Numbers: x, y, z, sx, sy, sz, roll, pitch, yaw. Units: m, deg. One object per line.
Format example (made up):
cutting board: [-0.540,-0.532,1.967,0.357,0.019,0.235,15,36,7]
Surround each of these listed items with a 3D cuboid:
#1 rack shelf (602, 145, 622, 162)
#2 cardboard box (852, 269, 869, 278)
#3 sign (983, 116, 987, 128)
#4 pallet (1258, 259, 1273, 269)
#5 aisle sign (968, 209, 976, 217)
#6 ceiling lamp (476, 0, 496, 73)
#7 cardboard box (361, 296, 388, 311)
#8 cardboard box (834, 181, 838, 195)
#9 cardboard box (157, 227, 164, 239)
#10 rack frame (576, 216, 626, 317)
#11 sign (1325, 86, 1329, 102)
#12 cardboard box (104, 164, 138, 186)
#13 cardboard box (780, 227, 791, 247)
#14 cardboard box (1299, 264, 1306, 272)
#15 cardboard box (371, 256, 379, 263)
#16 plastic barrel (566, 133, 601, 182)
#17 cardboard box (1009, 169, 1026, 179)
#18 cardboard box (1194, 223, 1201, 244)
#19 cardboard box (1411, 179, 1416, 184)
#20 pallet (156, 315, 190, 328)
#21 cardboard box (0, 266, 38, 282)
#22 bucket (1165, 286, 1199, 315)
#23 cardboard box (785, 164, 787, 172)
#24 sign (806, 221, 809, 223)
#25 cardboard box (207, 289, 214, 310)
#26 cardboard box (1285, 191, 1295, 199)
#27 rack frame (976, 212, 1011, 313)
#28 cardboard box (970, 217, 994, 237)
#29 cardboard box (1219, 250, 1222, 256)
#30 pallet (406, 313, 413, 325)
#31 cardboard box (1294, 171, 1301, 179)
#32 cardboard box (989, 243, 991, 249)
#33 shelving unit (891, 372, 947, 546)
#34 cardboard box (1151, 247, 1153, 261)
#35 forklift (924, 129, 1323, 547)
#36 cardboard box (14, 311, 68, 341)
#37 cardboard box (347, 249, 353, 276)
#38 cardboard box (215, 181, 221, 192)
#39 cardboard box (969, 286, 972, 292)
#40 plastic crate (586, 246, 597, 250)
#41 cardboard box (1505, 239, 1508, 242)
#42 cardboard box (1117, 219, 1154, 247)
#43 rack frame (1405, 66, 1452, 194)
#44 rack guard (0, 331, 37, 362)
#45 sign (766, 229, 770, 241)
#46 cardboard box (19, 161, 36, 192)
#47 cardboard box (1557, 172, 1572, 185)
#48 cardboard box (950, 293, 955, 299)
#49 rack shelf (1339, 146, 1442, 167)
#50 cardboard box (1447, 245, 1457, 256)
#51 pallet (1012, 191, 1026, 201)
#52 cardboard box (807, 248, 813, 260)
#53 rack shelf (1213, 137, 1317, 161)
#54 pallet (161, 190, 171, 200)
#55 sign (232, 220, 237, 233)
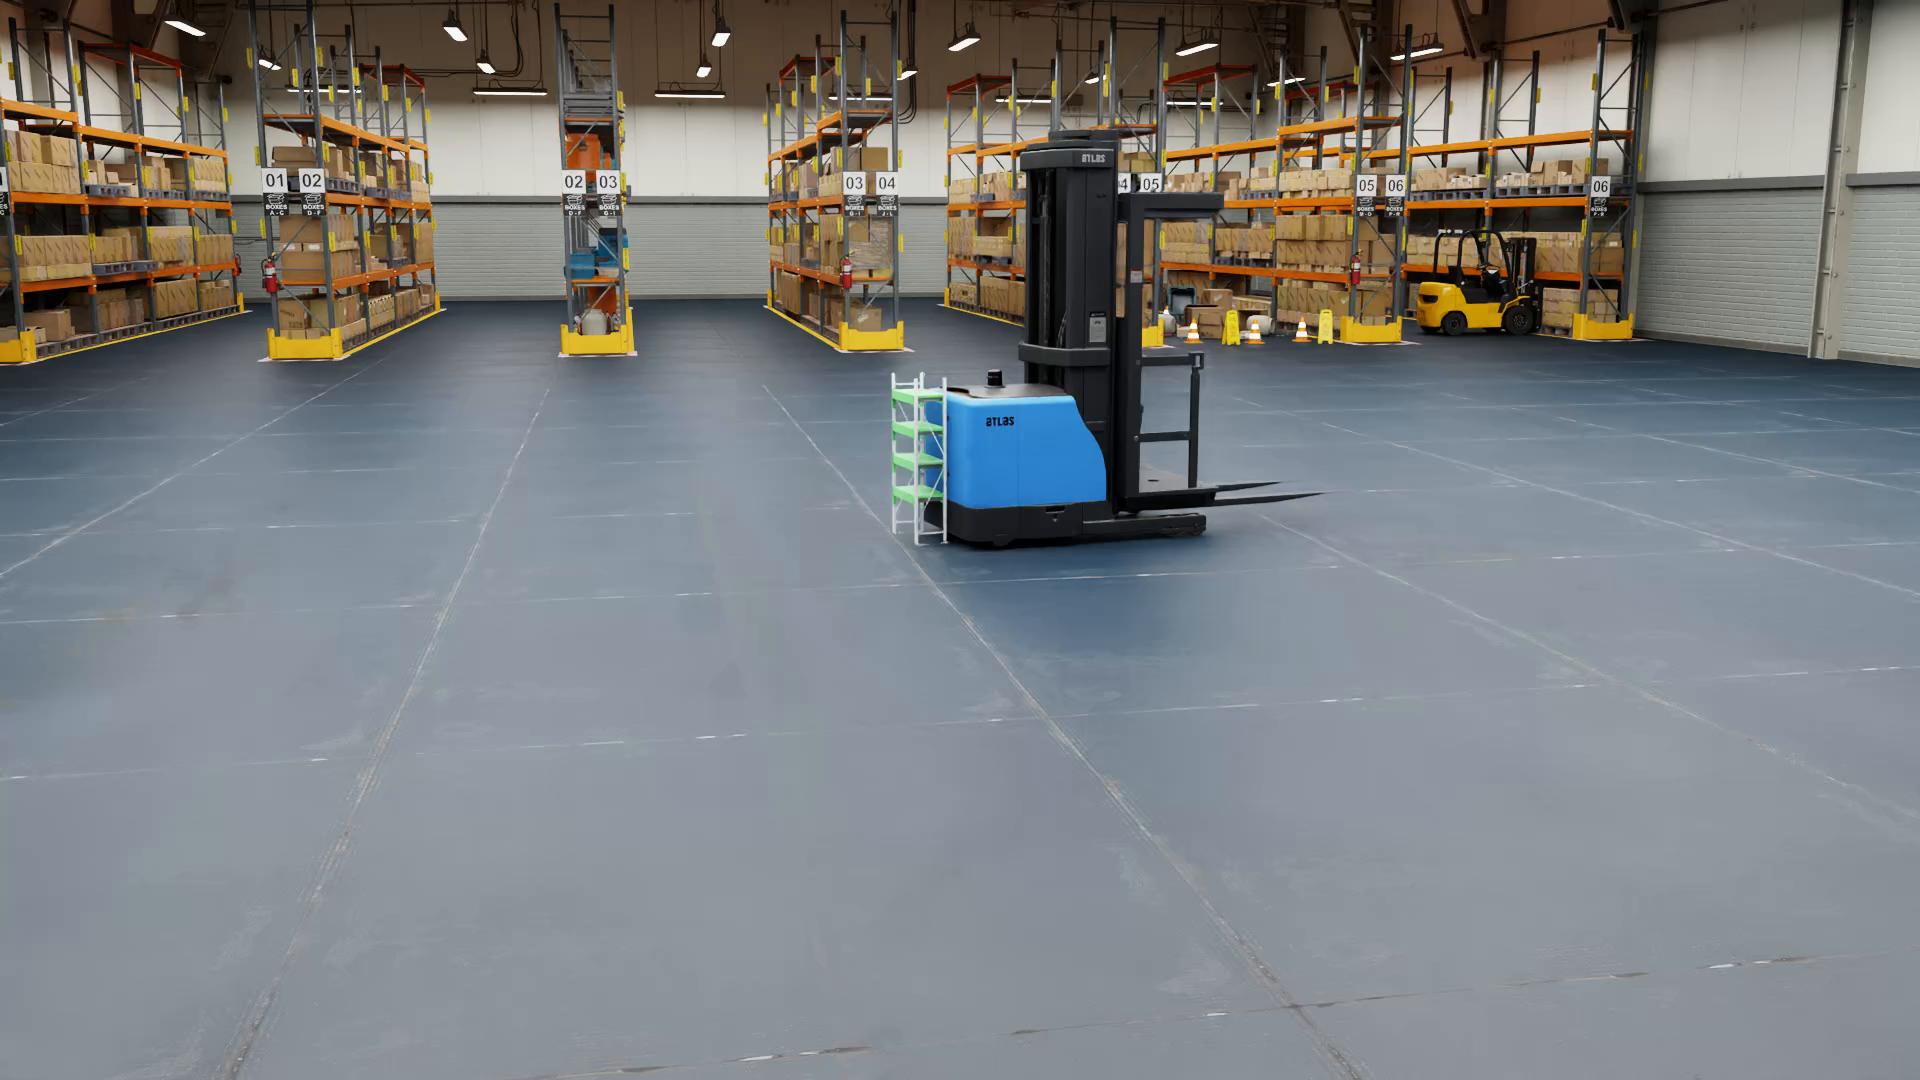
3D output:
rack shelf: [-8.431,-9.058,38.711,1.077,0.370,4.000,-2,11,-11]
cardboard box: [-1.885,-4.928,30.736,0.380,0.149,0.250,-2,11,-11]
sign: [0.694,-11.603,46.169,0.100,0.325,0.005,-2,11,-11]
pallet: [7.309,-6.152,37.008,1.003,0.211,1.213,-2,11,-11]
aisle sign: [0.426,-9.404,46.630,0.394,0.787,0.004,-2,11,-11]
ceiling lamp: [-10.865,-12.607,38.754,0.800,3.185,2.000,-2,11,-11]
cardboard box: [-12.355,-4.970,35.019,0.500,0.311,0.500,-2,11,-11]
cardboard box: [-2.070,-6.577,31.108,0.500,0.250,0.500,-2,11,-11]
cardboard box: [-17.700,-6.698,36.243,0.500,0.250,0.500,-2,11,-12]
rack frame: [-8.042,-6.294,37.240,1.000,3.000,0.127,-2,11,-11]
sign: [7.851,-9.562,35.656,0.100,0.325,0.005,-2,11,-11]
cardboard box: [-17.908,-7.757,35.464,0.700,0.500,0.500,-3,11,-15]
cardboard box: [-4.313,-7.723,42.349,0.500,0.500,0.500,-2,11,-9]
cardboard box: [7.302,-5.673,34.650,0.380,0.149,0.250,-2,11,-11]
cardboard box: [-12.873,-6.002,35.947,0.500,0.311,0.500,-1,11,-7]
plastic barrel: [-6.705,-6.802,29.615,0.600,0.830,0.708,-2,11,-11]
cardboard box: [1.368,-8.599,39.016,0.396,0.266,0.258,-2,11,-11]
cardboard box: [6.072,-7.553,40.918,0.500,0.500,0.500,-2,11,-10]
cardboard box: [11.049,-8.809,40.975,0.380,0.149,0.250,-2,11,-9]
pallet: [-18.073,-4.934,37.555,1.003,0.211,1.213,-2,11,-11]
cardboard box: [-15.987,-4.503,28.182,0.500,0.250,0.500,-2,11,-13]
bucket: [4.768,-5.099,35.656,0.726,0.611,0.620,2,1,9]
cardboard box: [-4.356,-9.717,43.538,0.500,0.250,0.500,-2,11,-13]
sign: [-4.204,-8.643,45.855,0.100,0.325,0.005,-2,11,-11]
cardboard box: [-18.677,-5.878,40.621,0.700,0.500,0.500,-2,11,-12]
cardboard box: [7.129,-7.334,35.358,0.380,0.149,0.250,-2,11,-11]
rack frame: [0.924,-7.369,42.891,1.000,3.000,0.127,-2,11,-11]
cardboard box: [0.567,-8.132,43.162,0.500,0.500,0.500,-3,11,-13]
cardboard box: [6.418,-6.851,39.715,0.380,0.149,0.250,-3,11,-14]
pallet: [-13.243,-5.106,38.458,1.003,0.211,1.213,-2,11,-11]
cardboard box: [7.203,-7.628,34.769,0.380,0.149,0.250,-2,11,-11]
cardboard box: [0.906,-7.175,40.625,0.380,0.149,0.250,-2,11,-10]
shelving unit: [-0.299,-0.601,12.142,0.258,1.200,0.503,-4,12,-21]
cardboard box: [5.419,-7.693,44.323,0.500,0.500,0.500,-2,11,-10]
forklift: [1.295,-1.542,12.460,3.031,2.935,1.130,-4,12,-21]
cardboard box: [-16.454,-3.825,29.781,0.700,0.500,0.500,-3,11,-15]
cardboard box: [-11.922,-5.252,31.500,0.700,0.500,0.500,-2,11,-12]
cardboard box: [-18.810,-8.836,41.585,0.500,0.250,0.500,-3,11,-13]
cardboard box: [0.455,-6.614,43.833,0.380,0.149,0.250,-2,11,-12]
plastic crate: [-9.245,-7.122,41.475,0.392,0.384,0.575,-2,11,-11]
cardboard box: [12.118,-6.487,36.255,0.380,0.149,0.250,-2,11,-11]
cardboard box: [3.223,-5.842,31.578,0.875,0.550,0.550,-2,11,-11]
rack frame: [11.406,-9.962,40.471,1.000,3.000,0.127,-2,11,-11]
rack guard: [-16.218,-3.252,27.945,1.175,0.500,0.348,-2,11,-11]
sign: [-5.285,-8.386,45.707,0.100,0.325,0.005,-2,11,-11]
cardboard box: [-16.093,-6.169,28.241,0.500,0.500,0.500,-1,11,-7]
cardboard box: [12.453,-7.398,33.991,0.396,0.266,0.258,-2,11,-11]
cardboard box: [-0.066,-6.801,46.407,0.380,0.149,0.250,-2,11,-10]
rack shelf: [11.017,-9.779,42.503,1.077,0.370,4.000,-2,11,-11]
cardboard box: [11.636,-6.722,38.557,0.500,0.250,0.500,-2,11,-10]
pallet: [1.879,-7.900,38.164,1.213,0.211,1.003,-2,11,-8]
cardboard box: [-3.083,-6.291,36.502,0.500,0.250,0.500,-2,11,-13]
rack shelf: [6.926,-8.864,37.696,1.077,0.370,4.000,-2,11,-11]
pallet: [-18.157,-7.635,36.772,1.003,0.211,1.213,-2,11,-8]
sign: [-18.780,-8.103,43.016,0.100,0.325,0.005,-2,11,-11]
